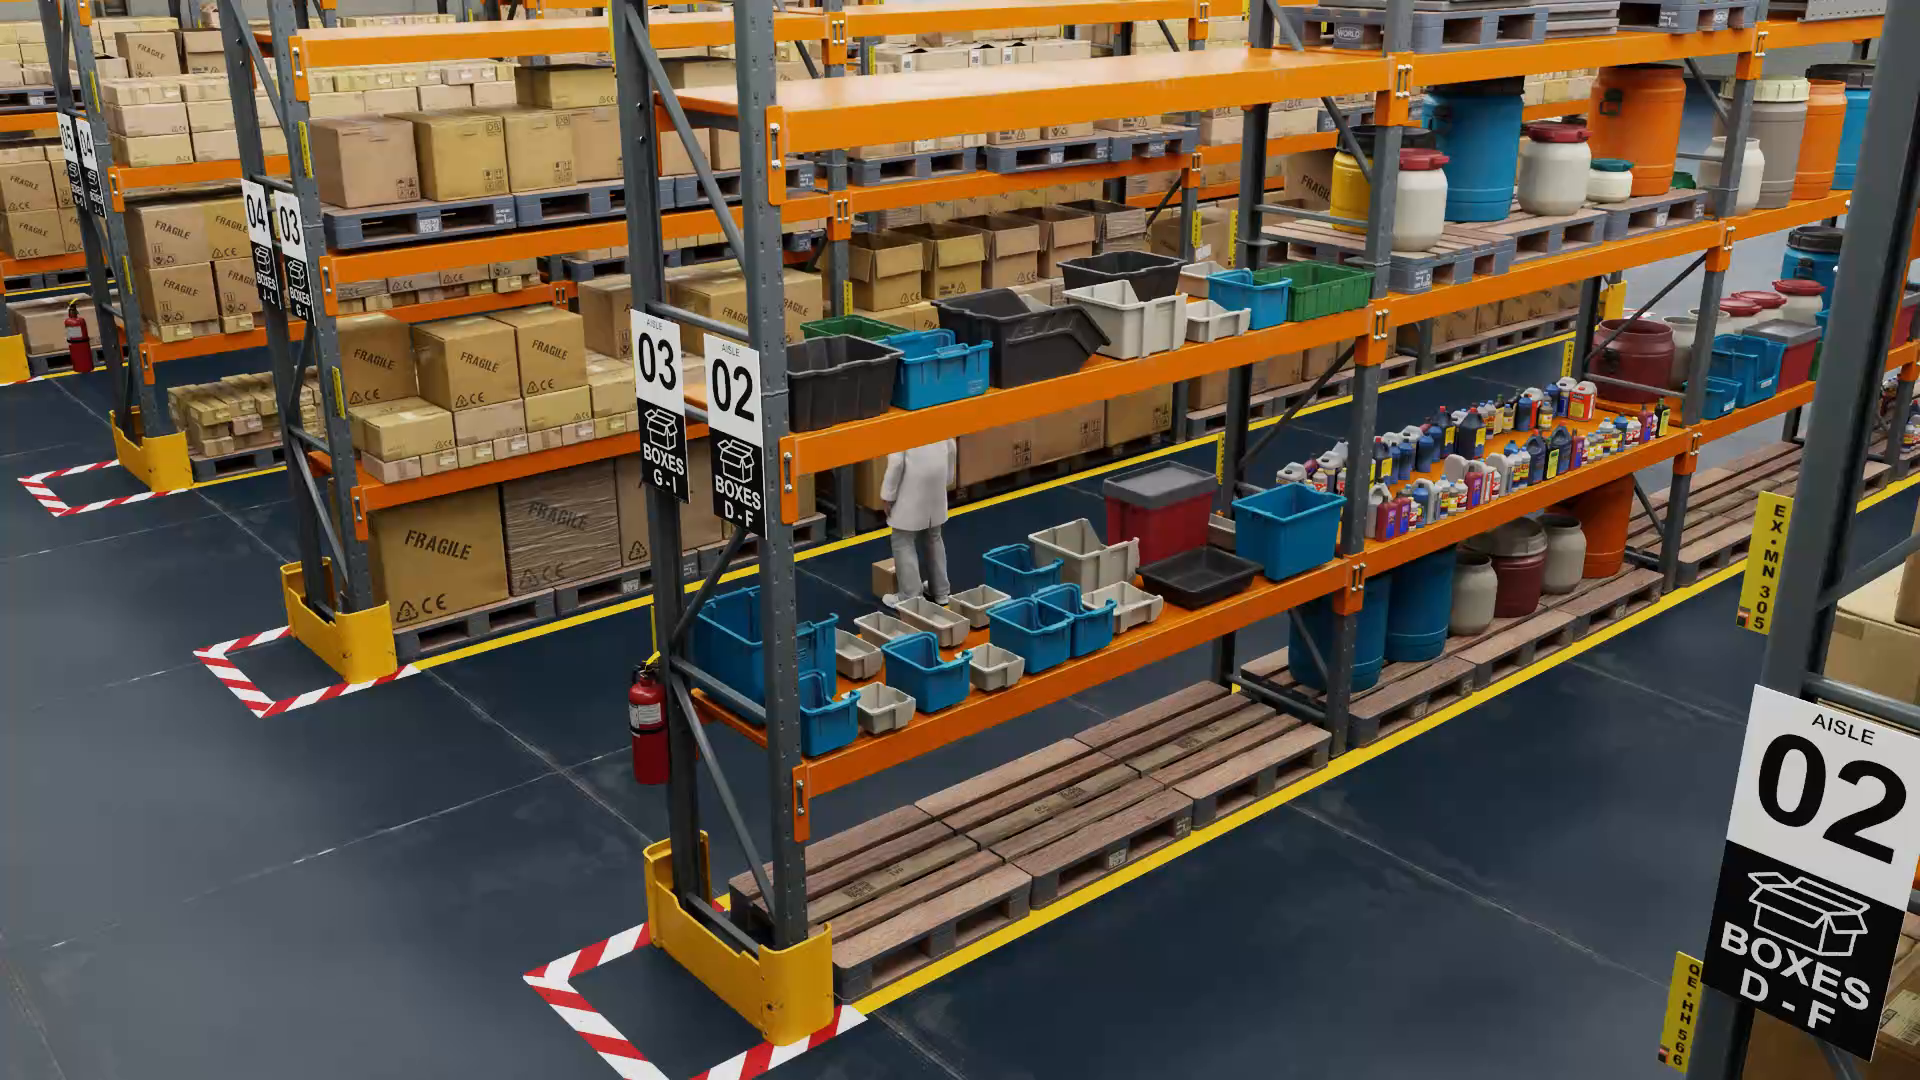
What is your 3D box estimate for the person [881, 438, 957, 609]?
[{"bbox_3d":[-0.309,-0.350,12.030,0.641,1.773,0.427,-17,27,-38],"label":"person"}]
